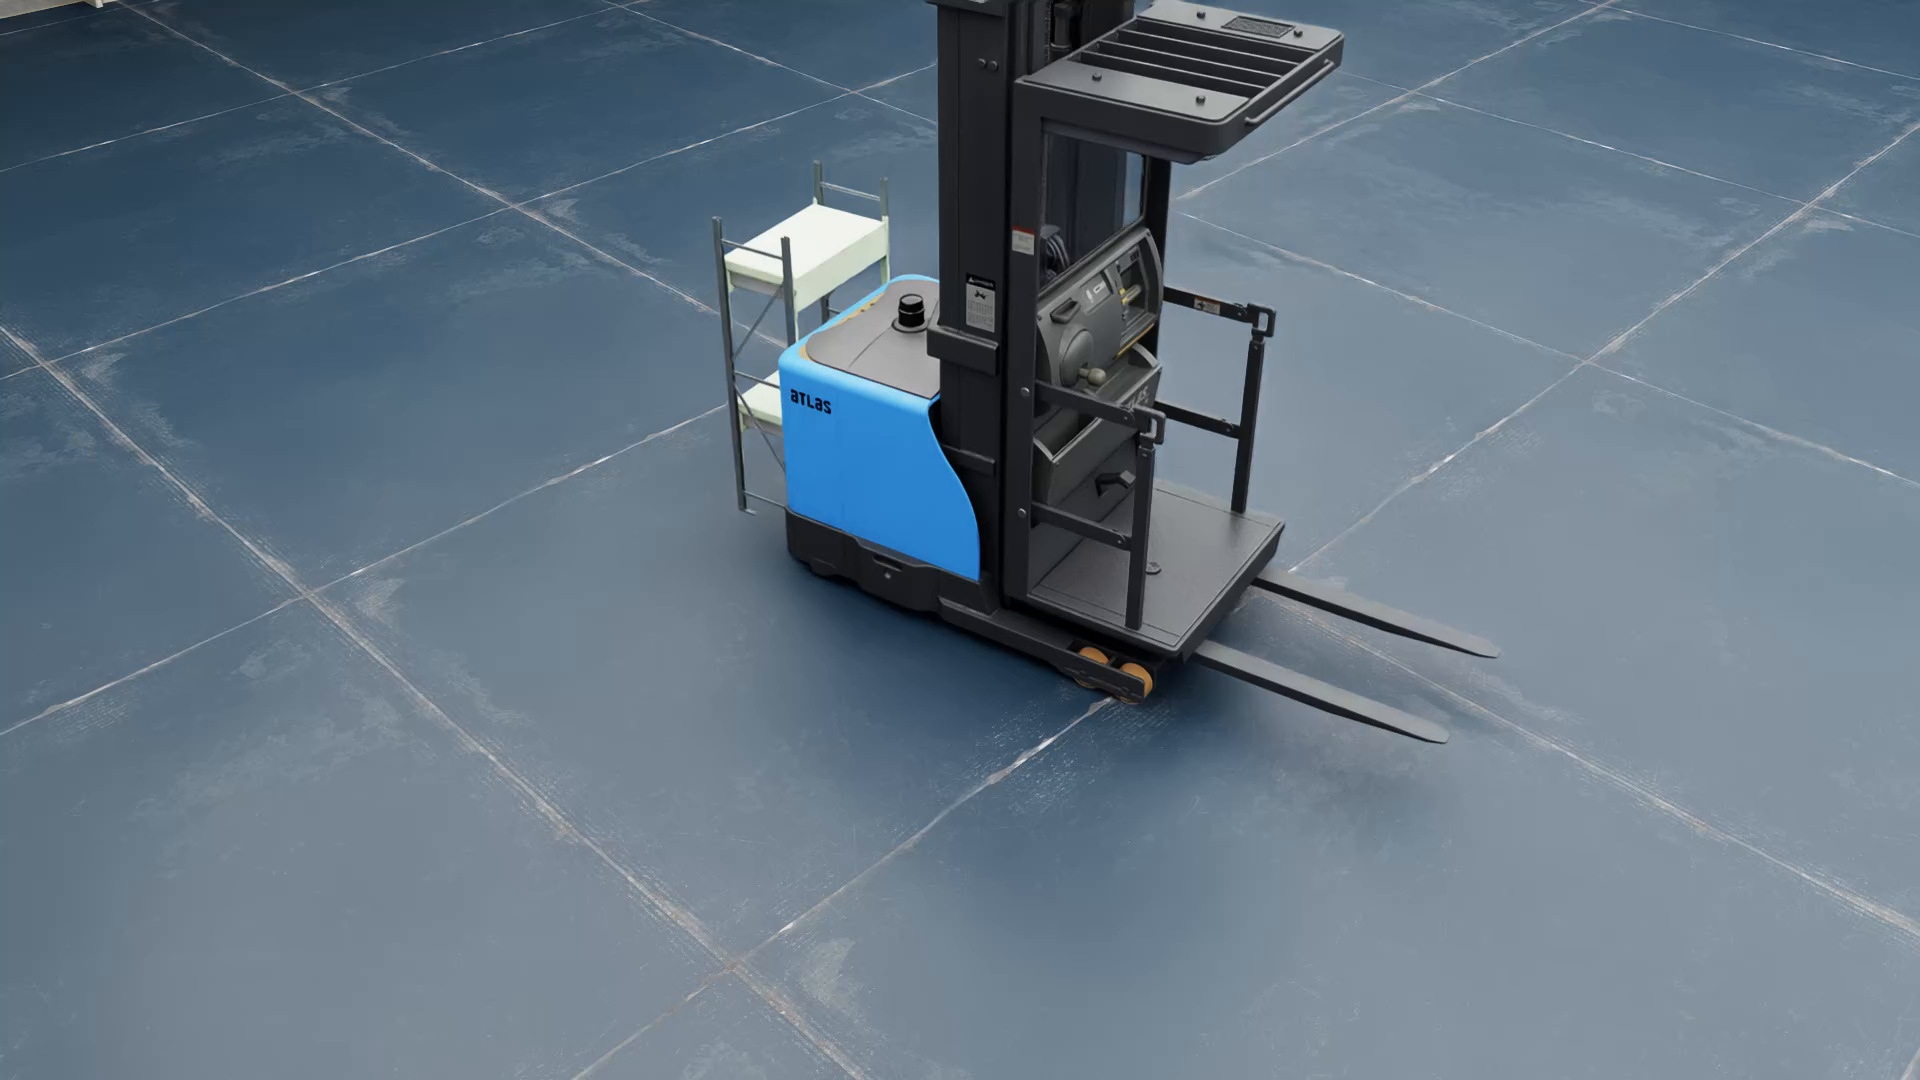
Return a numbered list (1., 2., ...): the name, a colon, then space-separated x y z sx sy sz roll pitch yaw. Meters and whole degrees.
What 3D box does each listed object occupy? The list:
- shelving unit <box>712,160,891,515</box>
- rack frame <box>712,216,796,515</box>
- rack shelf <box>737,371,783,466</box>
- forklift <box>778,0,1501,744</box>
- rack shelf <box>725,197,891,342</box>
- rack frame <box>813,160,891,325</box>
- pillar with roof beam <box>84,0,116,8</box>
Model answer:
1. shelving unit: -0.691 -0.882 7.704 0.431 1.500 0.755 20 39 26
2. rack frame: -0.884 -0.705 7.449 0.400 1.500 0.023 20 39 26
3. rack shelf: -0.691 -0.615 7.890 0.431 0.370 0.720 20 39 26
4. forklift: 0.733 -0.880 6.449 3.031 2.935 1.130 20 40 26
5. rack shelf: -0.691 -1.202 7.481 0.431 0.370 0.720 20 39 26
6. rack frame: -0.497 -1.060 7.959 0.400 1.500 0.023 20 39 26
7. pillar with roof beam: -4.350 -6.682 9.465 9.100 9.000 0.400 30 45 35
